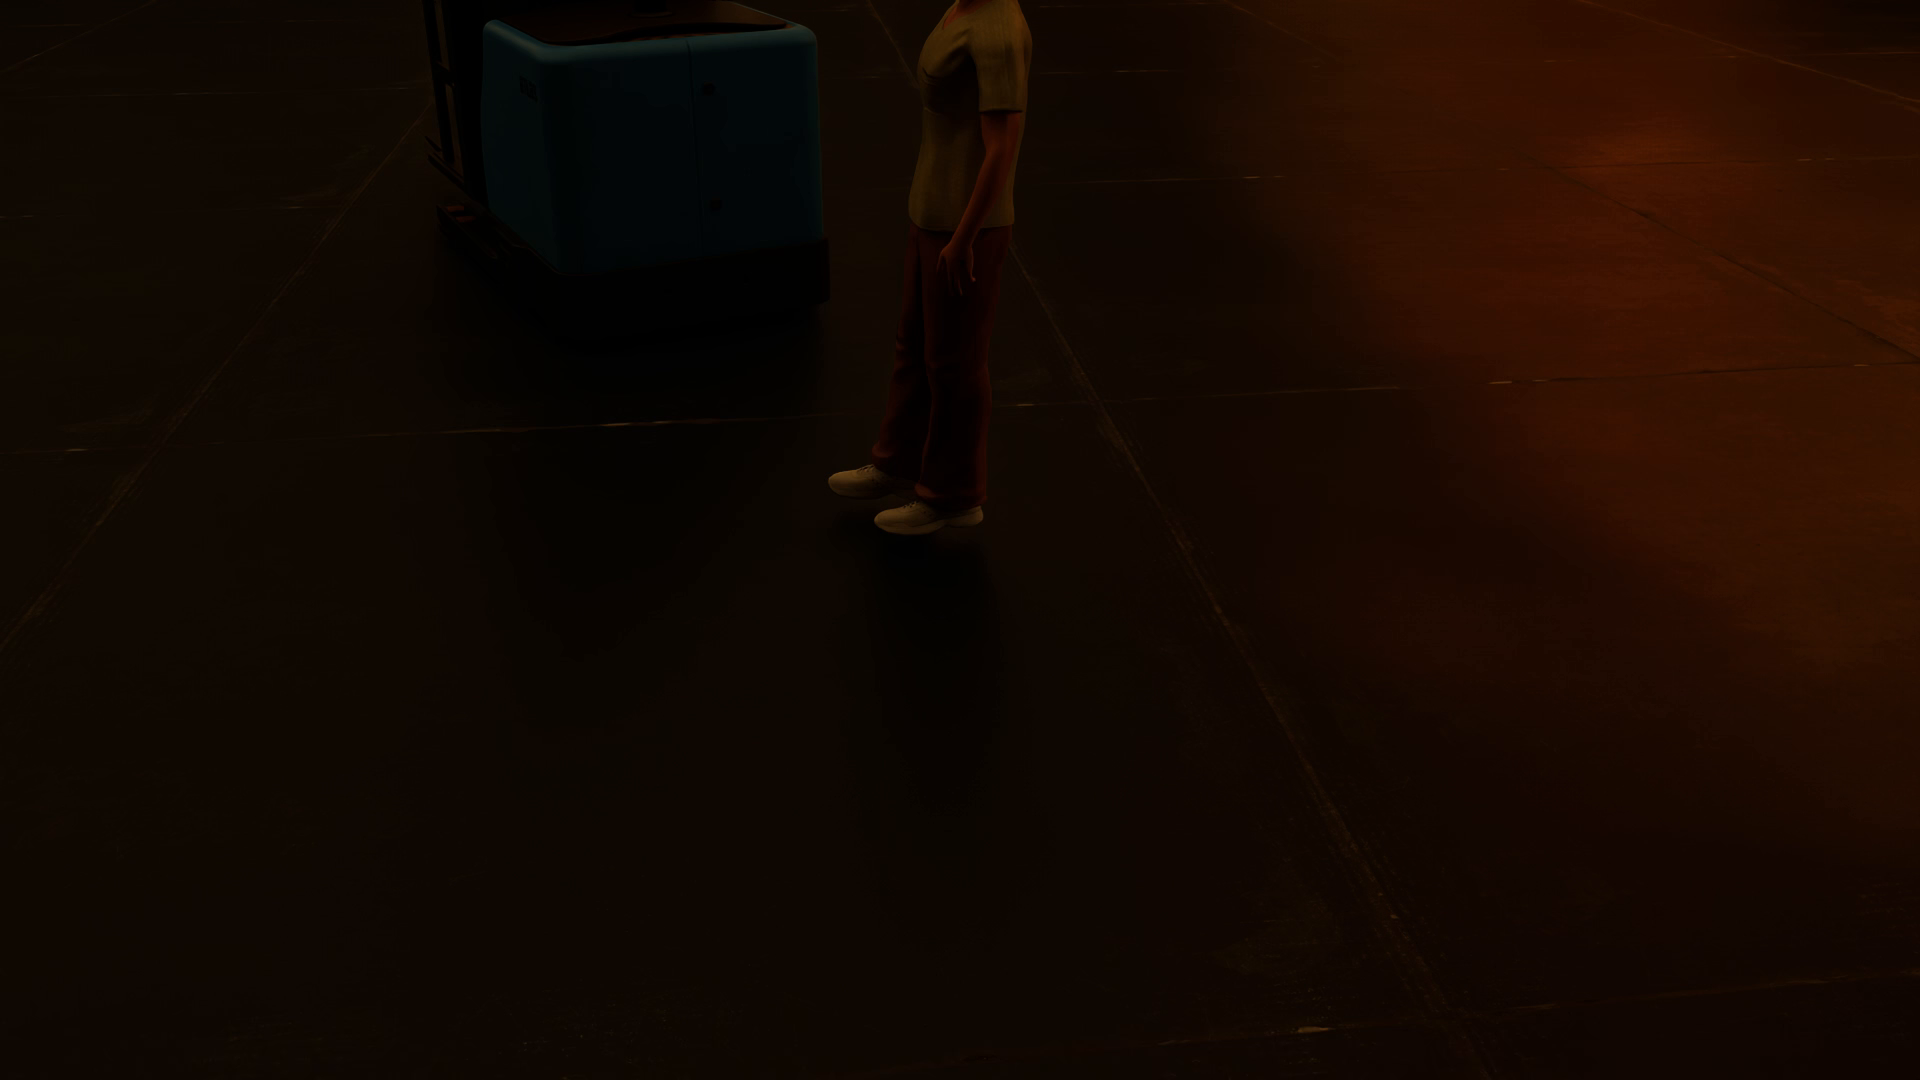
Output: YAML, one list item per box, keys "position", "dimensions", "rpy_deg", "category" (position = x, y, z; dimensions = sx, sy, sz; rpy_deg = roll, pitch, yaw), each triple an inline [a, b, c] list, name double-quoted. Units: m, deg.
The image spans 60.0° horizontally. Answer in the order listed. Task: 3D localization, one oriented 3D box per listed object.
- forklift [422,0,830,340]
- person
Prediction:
- position: [-1.641, -2.634, 6.695]
  dimensions: [1.130, 2.935, 3.031]
  rpy_deg: [-13, 29, -25]
  category: "forklift"
- position: [-0.074, -0.799, 4.223]
  dimensions: [0.548, 1.675, 0.552]
  rpy_deg: [-3, 26, -7]
  category: "person"
